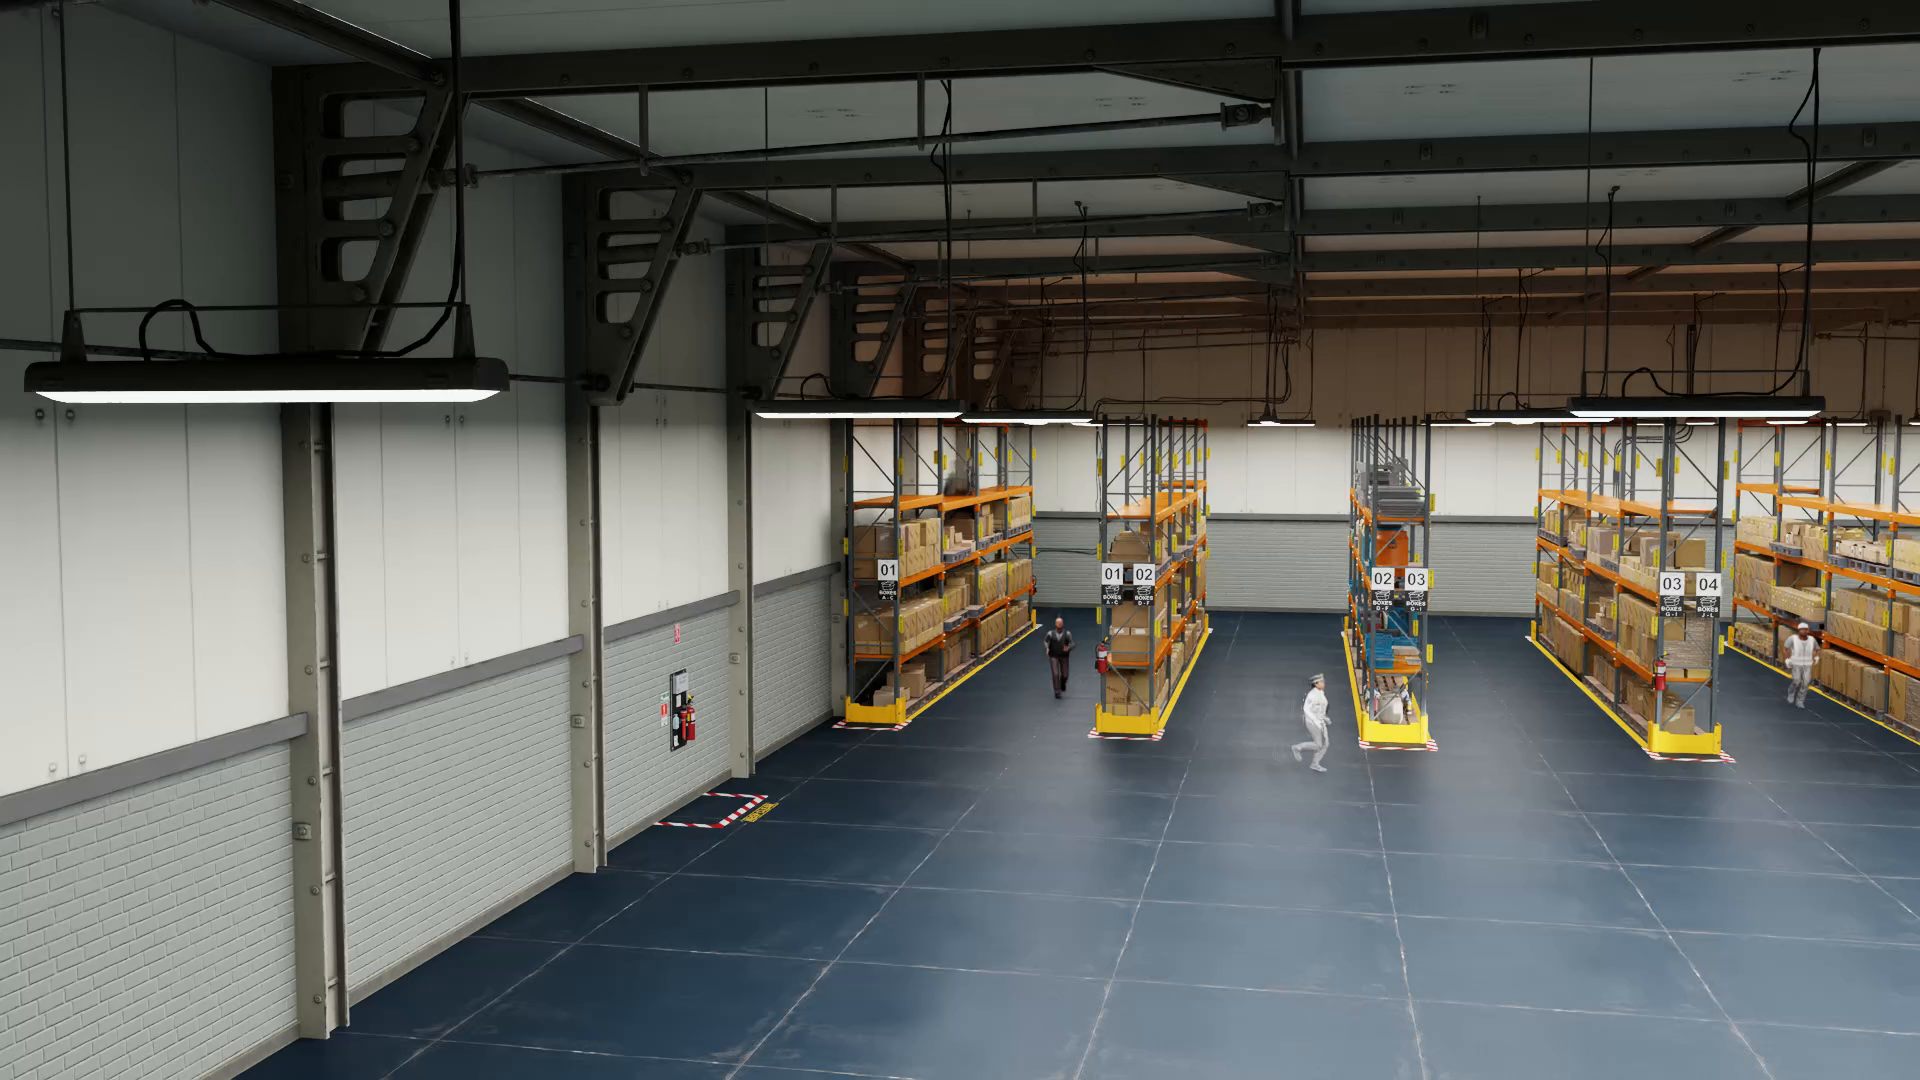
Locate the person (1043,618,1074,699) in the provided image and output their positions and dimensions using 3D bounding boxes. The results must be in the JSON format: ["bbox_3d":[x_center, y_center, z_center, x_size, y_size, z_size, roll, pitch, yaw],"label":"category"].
[{"bbox_3d":[2.108,2.516,35.520,0.668,1.687,0.803,0,4,1],"label":"person"}]

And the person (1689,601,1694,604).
[{"bbox_3d":[19.079,1.952,43.770,0.773,1.777,0.705,3,5,34],"label":"person"}]

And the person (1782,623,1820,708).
[{"bbox_3d":[17.326,2.574,34.202,0.694,1.746,0.589,1,4,10],"label":"person"}]

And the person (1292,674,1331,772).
[{"bbox_3d":[5.905,3.050,27.953,0.586,1.651,0.607,3,5,35],"label":"person"}]
